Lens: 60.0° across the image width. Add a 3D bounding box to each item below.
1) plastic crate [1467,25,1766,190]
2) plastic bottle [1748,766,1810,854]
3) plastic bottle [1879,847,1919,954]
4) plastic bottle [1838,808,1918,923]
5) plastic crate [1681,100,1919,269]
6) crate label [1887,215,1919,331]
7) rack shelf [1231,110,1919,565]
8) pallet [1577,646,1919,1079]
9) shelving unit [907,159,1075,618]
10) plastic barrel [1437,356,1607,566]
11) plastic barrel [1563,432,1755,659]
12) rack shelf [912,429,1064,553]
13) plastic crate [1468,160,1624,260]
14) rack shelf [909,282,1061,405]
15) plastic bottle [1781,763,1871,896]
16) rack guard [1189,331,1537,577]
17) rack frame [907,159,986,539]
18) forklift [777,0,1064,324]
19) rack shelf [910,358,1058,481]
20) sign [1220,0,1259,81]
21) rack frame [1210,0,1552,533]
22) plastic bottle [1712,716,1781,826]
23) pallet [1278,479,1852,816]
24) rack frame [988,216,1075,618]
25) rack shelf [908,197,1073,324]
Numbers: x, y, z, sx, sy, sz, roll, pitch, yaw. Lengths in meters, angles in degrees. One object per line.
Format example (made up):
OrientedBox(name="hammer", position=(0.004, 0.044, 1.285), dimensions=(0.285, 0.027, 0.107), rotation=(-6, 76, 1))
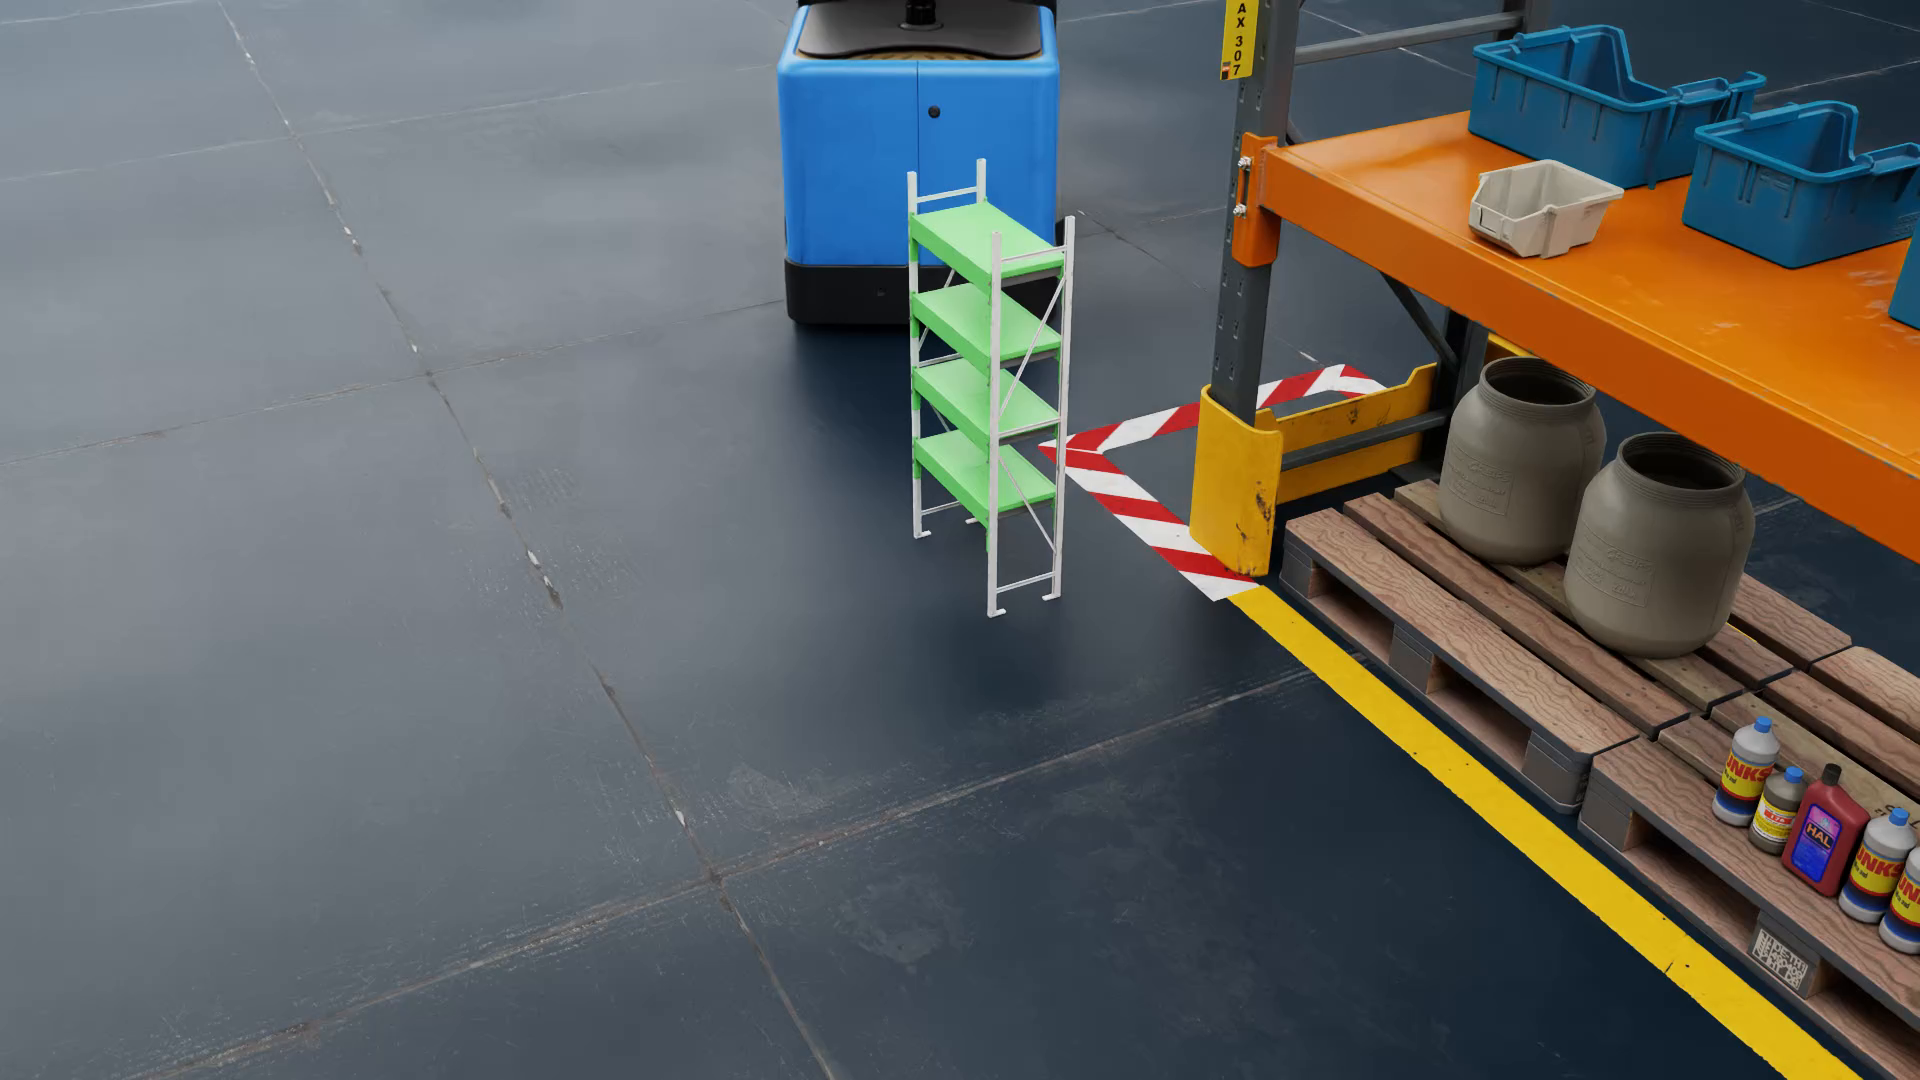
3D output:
OrientedBox(name="plastic crate", position=(1.723, -1.164, 4.424), dimensions=(0.499, 0.251, 0.616), rotation=(-16, 36, -23))
OrientedBox(name="plastic bottle", position=(1.843, 0.596, 3.726), dimensions=(0.097, 0.201, 0.097), rotation=(0, 33, 0))
OrientedBox(name="plastic bottle", position=(2.001, 0.728, 3.454), dimensions=(0.097, 0.271, 0.097), rotation=(0, 33, 0))
OrientedBox(name="plastic bottle", position=(1.955, 0.681, 3.528), dimensions=(0.097, 0.271, 0.097), rotation=(0, 33, 0))
OrientedBox(name="plastic crate", position=(2.021, -0.853, 3.938), dimensions=(0.499, 0.251, 0.408), rotation=(-16, 36, -23))
OrientedBox(name="crate label", position=(2.323, -0.595, 3.365), dimensions=(0.502, 0.435, 0.616), rotation=(-16, 36, -23))
OrientedBox(name="rack shelf", position=(2.158, -0.133, 3.344), dimensions=(1.077, 0.370, 4.000), rotation=(-16, 36, -23))
OrientedBox(name="pallet", position=(2.241, 0.779, 3.839), dimensions=(1.003, 0.211, 1.213), rotation=(-16, 36, -23))
OrientedBox(name="shelving unit", position=(0.077, -0.426, 4.803), dimensions=(0.258, 1.200, 0.503), rotation=(-16, 36, -23))
OrientedBox(name="plastic barrel", position=(1.600, -0.225, 4.737), dimensions=(0.421, 0.512, 0.421), rotation=(0, 33, 0))
OrientedBox(name="plastic barrel", position=(1.834, 0.015, 4.364), dimensions=(0.421, 0.512, 0.421), rotation=(0, 33, 0))
OrientedBox(name="rack shelf", position=(0.077, -0.170, 4.967), dimensions=(0.258, 0.148, 0.480), rotation=(-16, 36, -23))
OrientedBox(name="plastic crate", position=(1.358, -0.771, 3.918), dimensions=(0.298, 0.136, 0.250), rotation=(-16, 36, -23))
OrientedBox(name="rack shelf", position=(0.077, -0.574, 4.708), dimensions=(0.258, 0.148, 0.480), rotation=(-16, 36, -23))
OrientedBox(name="plastic bottle", position=(1.884, 0.625, 3.605), dimensions=(0.061, 0.283, 0.133), rotation=(-15, 36, -22))
OrientedBox(name="rack guard", position=(1.302, -0.313, 5.276), dimensions=(1.175, 0.500, 0.348), rotation=(-16, 36, -23))
OrientedBox(name="rack frame", position=(-0.037, -0.543, 4.985), dimensions=(0.240, 1.200, 0.015), rotation=(-16, 36, -23))
OrientedBox(name="forklift", position=(-0.133, -2.821, 6.936), dimensions=(1.130, 2.935, 3.031), rotation=(0, 33, 1))
OrientedBox(name="rack shelf", position=(0.077, -0.372, 4.837), dimensions=(0.258, 0.148, 0.480), rotation=(-16, 36, -23))
OrientedBox(name="sign", position=(0.737, -1.370, 4.352), dimensions=(0.100, 0.325, 0.005), rotation=(-16, 36, -23))
OrientedBox(name="rack frame", position=(1.225, -1.390, 4.639), dimensions=(1.000, 3.000, 0.127), rotation=(-16, 36, -23))
OrientedBox(name="plastic bottle", position=(1.795, 0.517, 3.784), dimensions=(0.097, 0.271, 0.097), rotation=(0, 33, 0))
OrientedBox(name="pallet", position=(1.676, 0.197, 4.746), dimensions=(1.003, 0.211, 1.213), rotation=(-16, 36, -23))
OrientedBox(name="rack frame", position=(0.191, -0.310, 4.621), dimensions=(0.240, 1.200, 0.015), rotation=(-16, 36, -23))
OrientedBox(name="rack shelf", position=(0.077, -0.777, 4.579), dimensions=(0.258, 0.148, 0.480), rotation=(-16, 36, -23))
